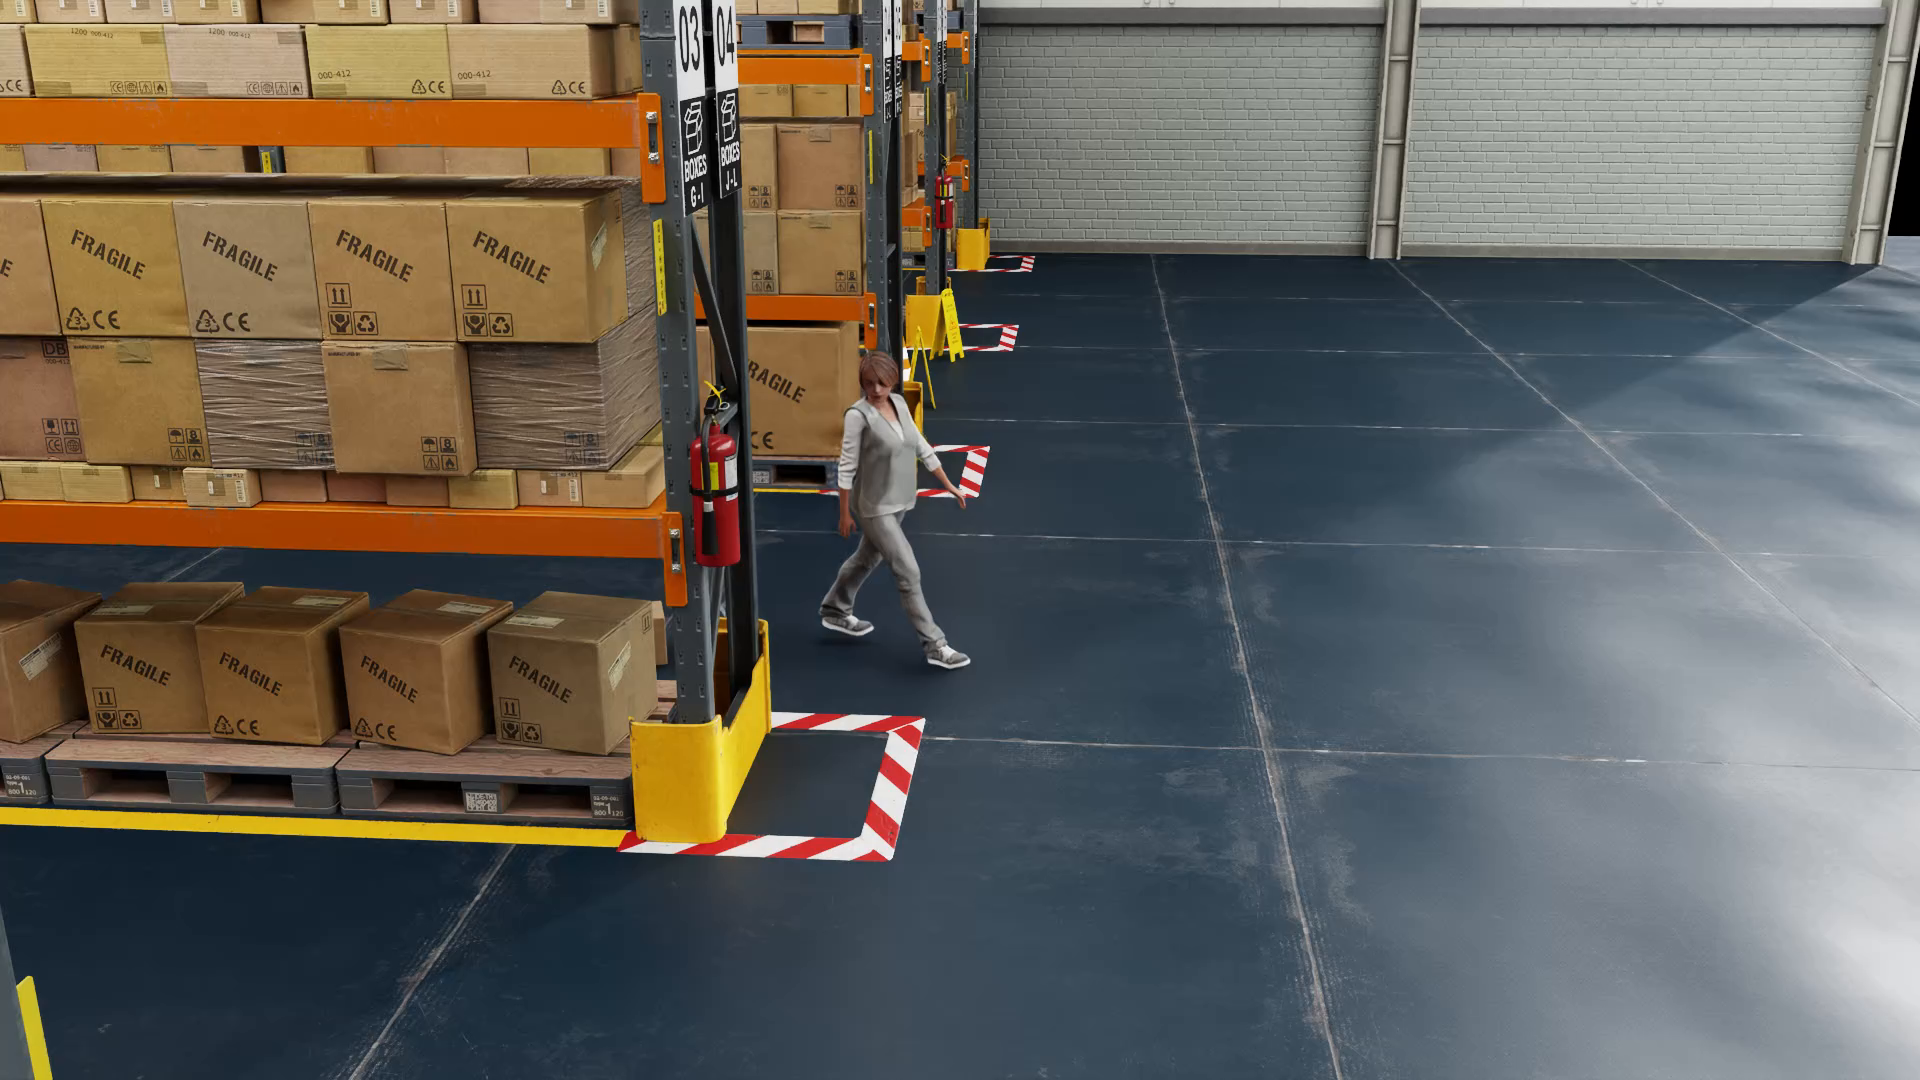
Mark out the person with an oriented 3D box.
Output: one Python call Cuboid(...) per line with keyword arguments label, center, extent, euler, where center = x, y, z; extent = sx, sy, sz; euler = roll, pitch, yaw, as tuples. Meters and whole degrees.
Cuboid(label="person", center=(-0.314, -0.177, 8.099), extent=(0.925, 1.536, 0.524), euler=(10, 20, 29))
